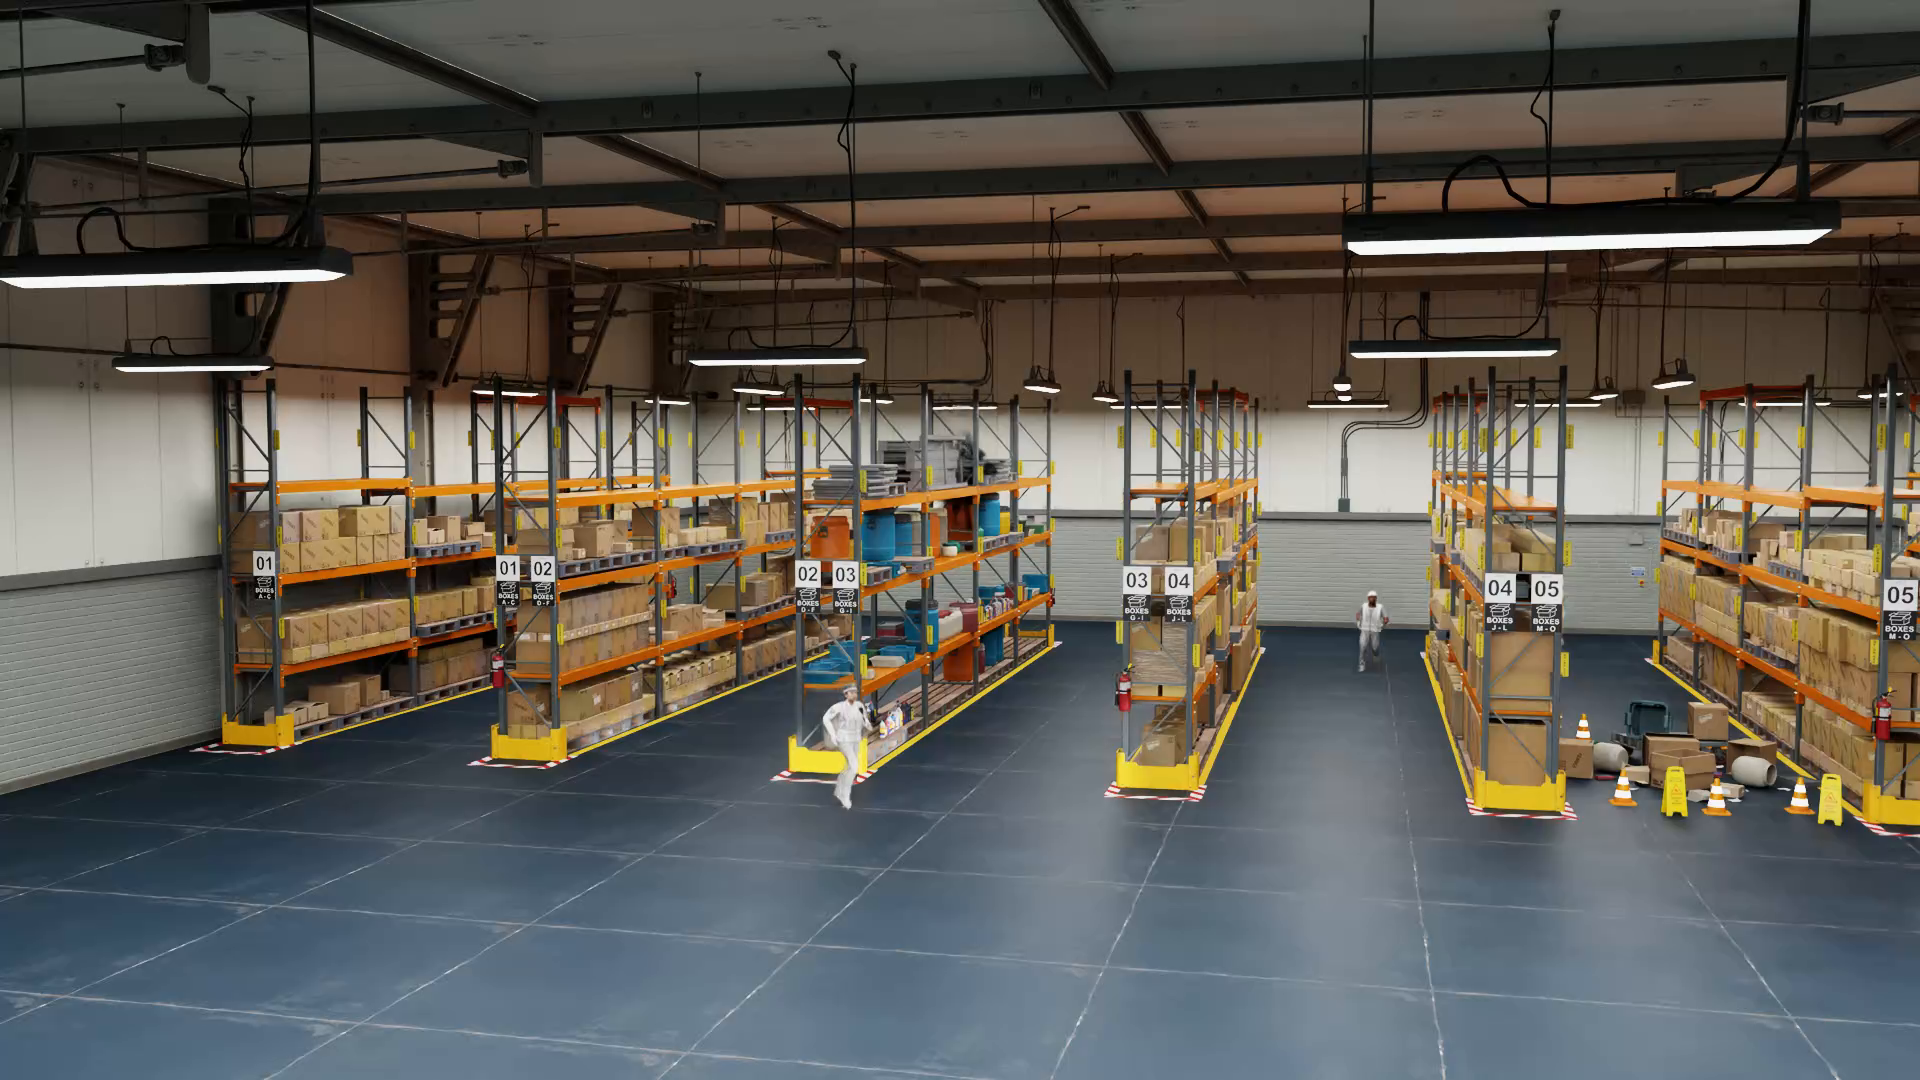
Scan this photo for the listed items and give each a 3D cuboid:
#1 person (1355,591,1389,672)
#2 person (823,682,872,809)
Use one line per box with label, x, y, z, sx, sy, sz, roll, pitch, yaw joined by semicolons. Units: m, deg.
person;8.963;1.980;36.213;0.713;1.746;0.761;1;4;18
person;-1.500;2.795;22.801;0.607;1.730;0.706;-3;5;-43
